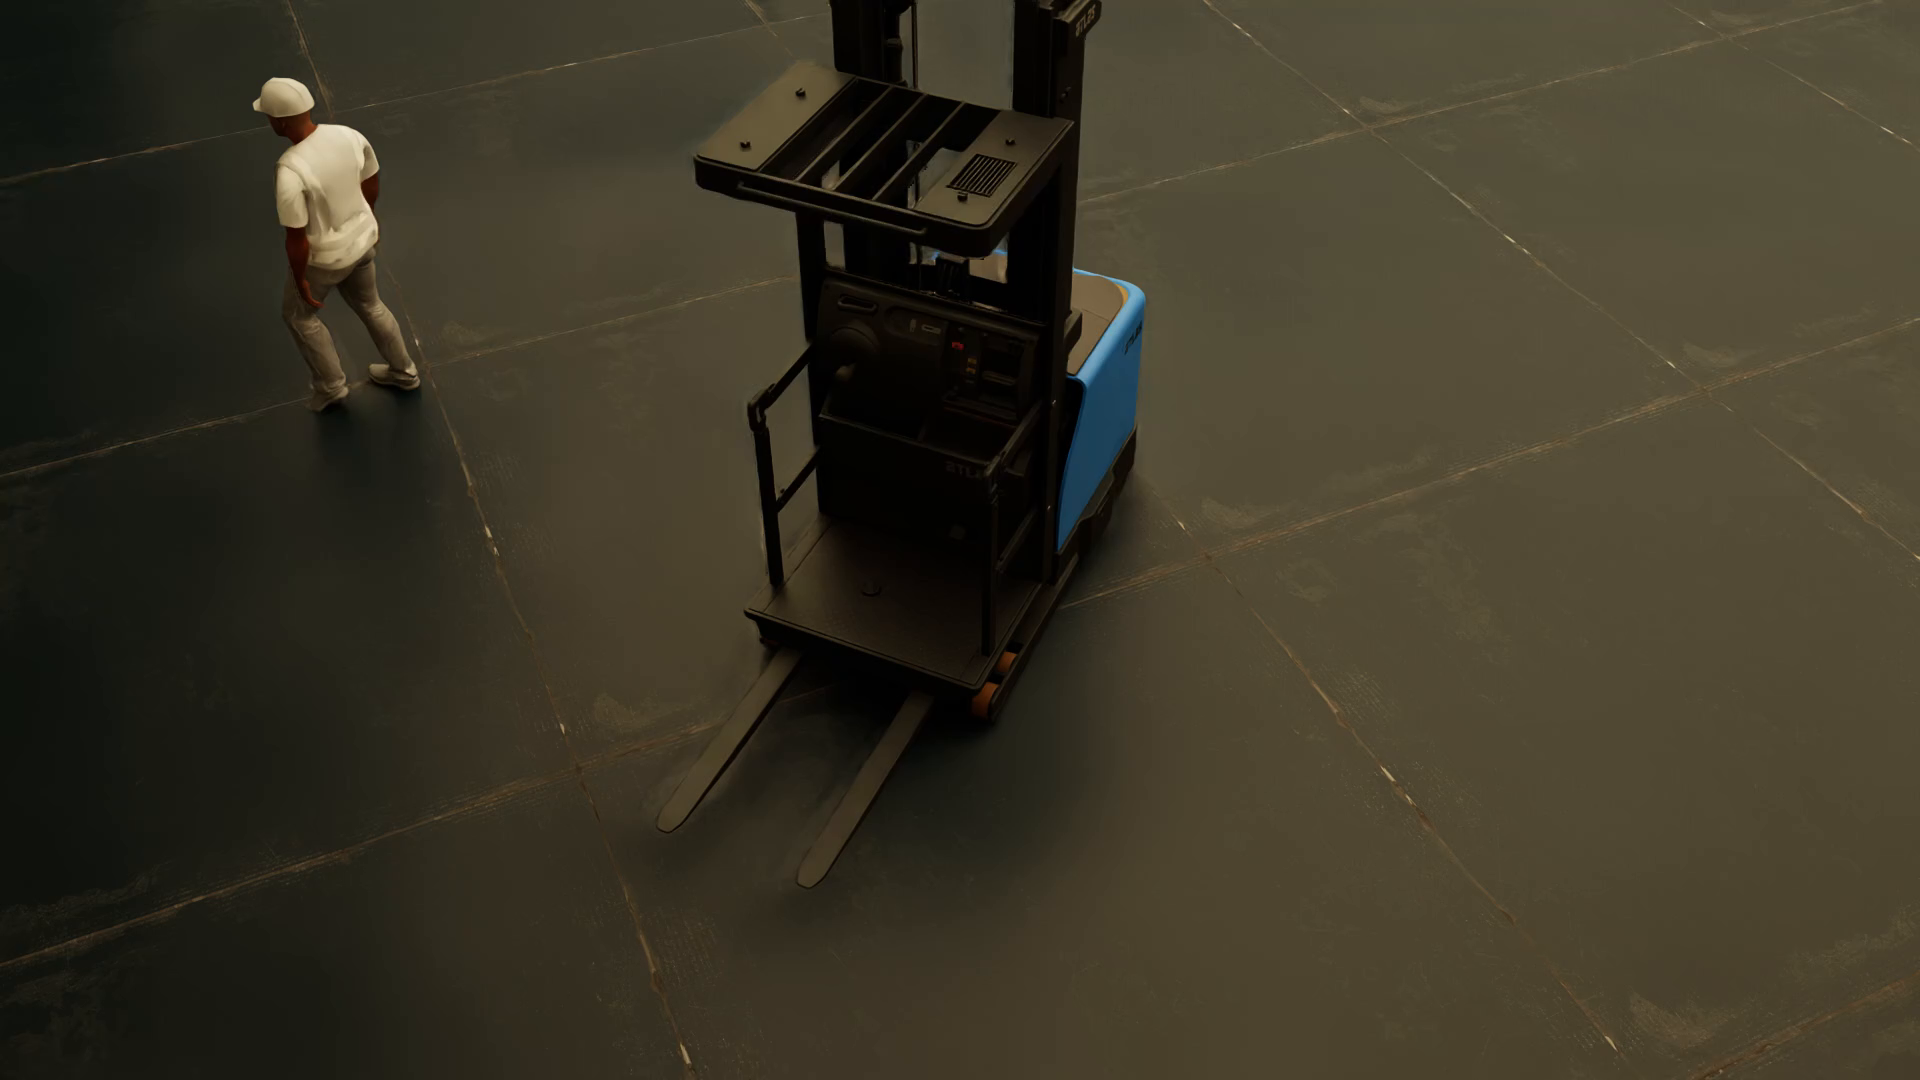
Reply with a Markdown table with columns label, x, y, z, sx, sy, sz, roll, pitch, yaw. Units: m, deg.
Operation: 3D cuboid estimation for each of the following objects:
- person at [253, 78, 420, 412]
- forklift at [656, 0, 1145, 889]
| label | x | y | z | sx | sy | sz | roll | pitch | yaw |
| --- | --- | --- | --- | --- | --- | --- | --- | --- | --- |
| person | -3.075 | -1.418 | 8.119 | 0.512 | 1.808 | 0.672 | 16 | 45 | 16 |
| forklift | -0.224 | -0.656 | 6.383 | 1.130 | 2.935 | 3.031 | 17 | 46 | 18 |
